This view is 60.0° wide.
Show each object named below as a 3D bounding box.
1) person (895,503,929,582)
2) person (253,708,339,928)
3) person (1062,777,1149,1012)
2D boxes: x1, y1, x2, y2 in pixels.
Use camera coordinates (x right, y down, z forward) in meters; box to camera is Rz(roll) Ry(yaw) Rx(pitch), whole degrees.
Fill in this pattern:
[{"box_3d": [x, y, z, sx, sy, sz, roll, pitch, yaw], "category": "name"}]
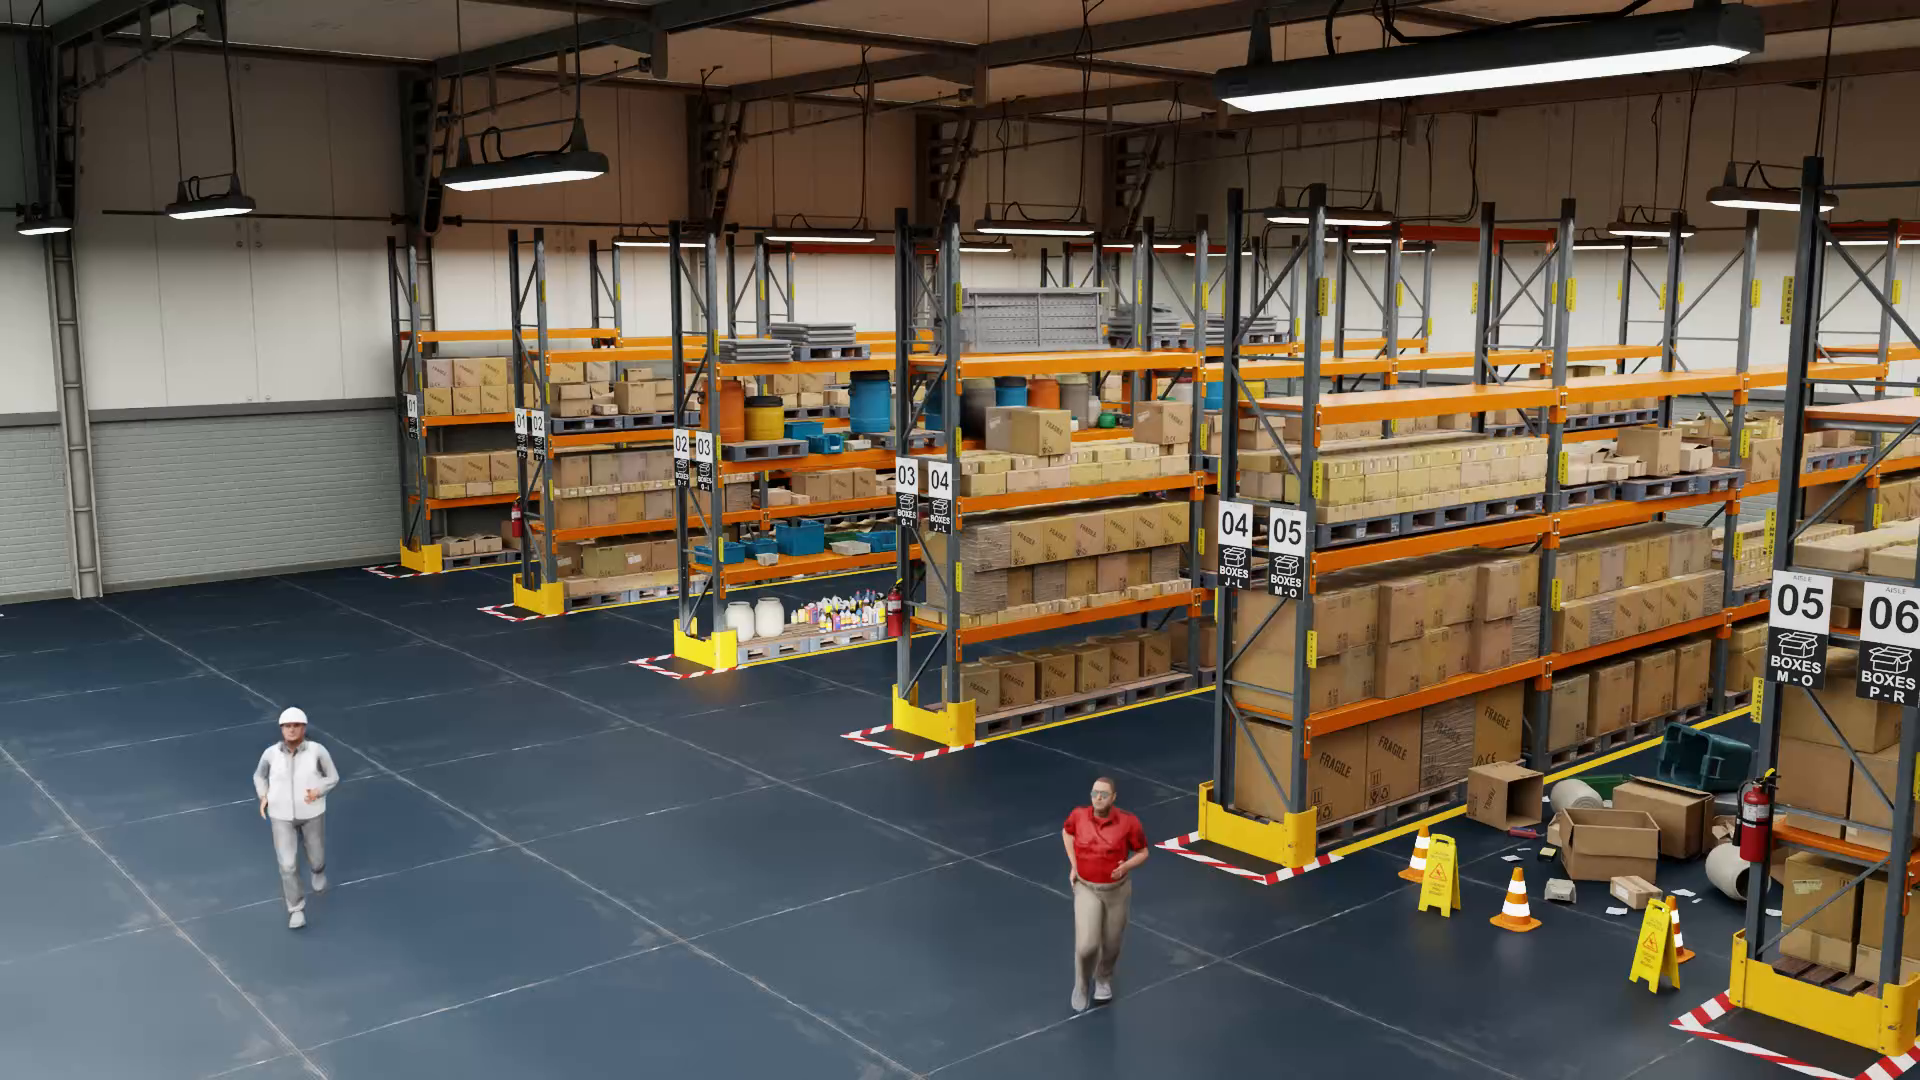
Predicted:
[{"box_3d": [-0.741, -0.179, 27.295, 0.648, 1.762, 0.564, 8, 12, 41], "category": "person"}, {"box_3d": [-5.434, 2.232, 13.632, 0.668, 1.739, 0.803, -3, 9, -17], "category": "person"}, {"box_3d": [1.018, 2.542, 11.814, 0.630, 1.755, 0.700, 1, 9, 8], "category": "person"}]
